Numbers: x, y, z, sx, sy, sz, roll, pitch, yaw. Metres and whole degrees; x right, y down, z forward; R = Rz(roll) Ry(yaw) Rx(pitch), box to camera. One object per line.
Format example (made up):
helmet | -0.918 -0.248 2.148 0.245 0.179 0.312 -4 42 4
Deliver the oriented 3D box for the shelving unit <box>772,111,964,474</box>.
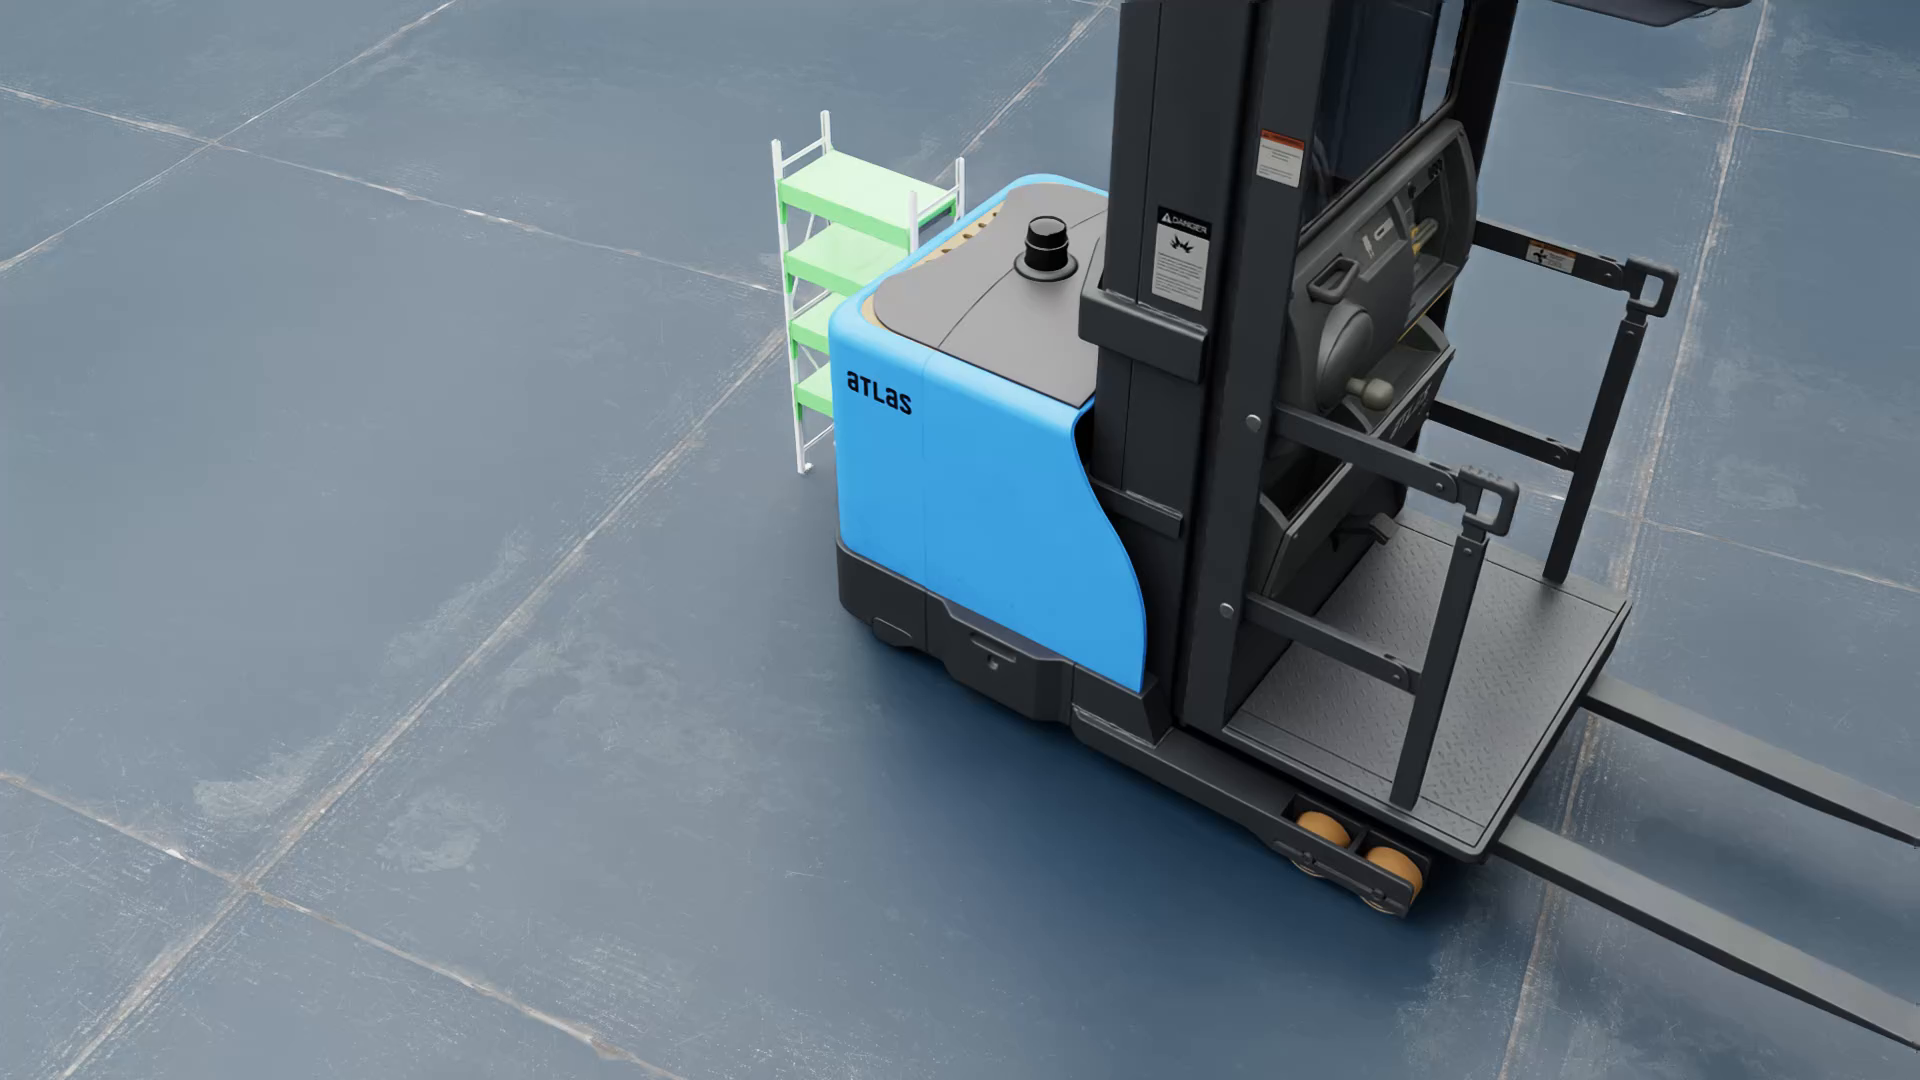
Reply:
shelving unit | -0.262 -0.644 5.077 0.503 1.200 0.258 25 47 26

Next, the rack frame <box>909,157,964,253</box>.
rack frame | -0.064 -0.551 4.969 0.015 1.200 0.240 25 47 26

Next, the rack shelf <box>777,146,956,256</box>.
rack shelf | -0.262 -0.959 4.805 0.480 0.148 0.258 25 47 26

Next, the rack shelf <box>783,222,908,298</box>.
rack shelf | -0.262 -0.777 4.962 0.480 0.148 0.258 25 47 26

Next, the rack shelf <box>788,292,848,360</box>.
rack shelf | -0.262 -0.596 5.119 0.480 0.148 0.258 25 47 26

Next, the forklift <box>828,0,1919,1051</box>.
forklift | 1.133 -0.572 3.672 3.031 2.935 1.130 25 47 26

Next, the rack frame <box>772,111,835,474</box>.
rack frame | -0.459 -0.738 5.185 0.015 1.200 0.240 25 47 26

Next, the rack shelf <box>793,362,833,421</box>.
rack shelf | -0.261 -0.415 5.276 0.480 0.148 0.258 25 47 26
